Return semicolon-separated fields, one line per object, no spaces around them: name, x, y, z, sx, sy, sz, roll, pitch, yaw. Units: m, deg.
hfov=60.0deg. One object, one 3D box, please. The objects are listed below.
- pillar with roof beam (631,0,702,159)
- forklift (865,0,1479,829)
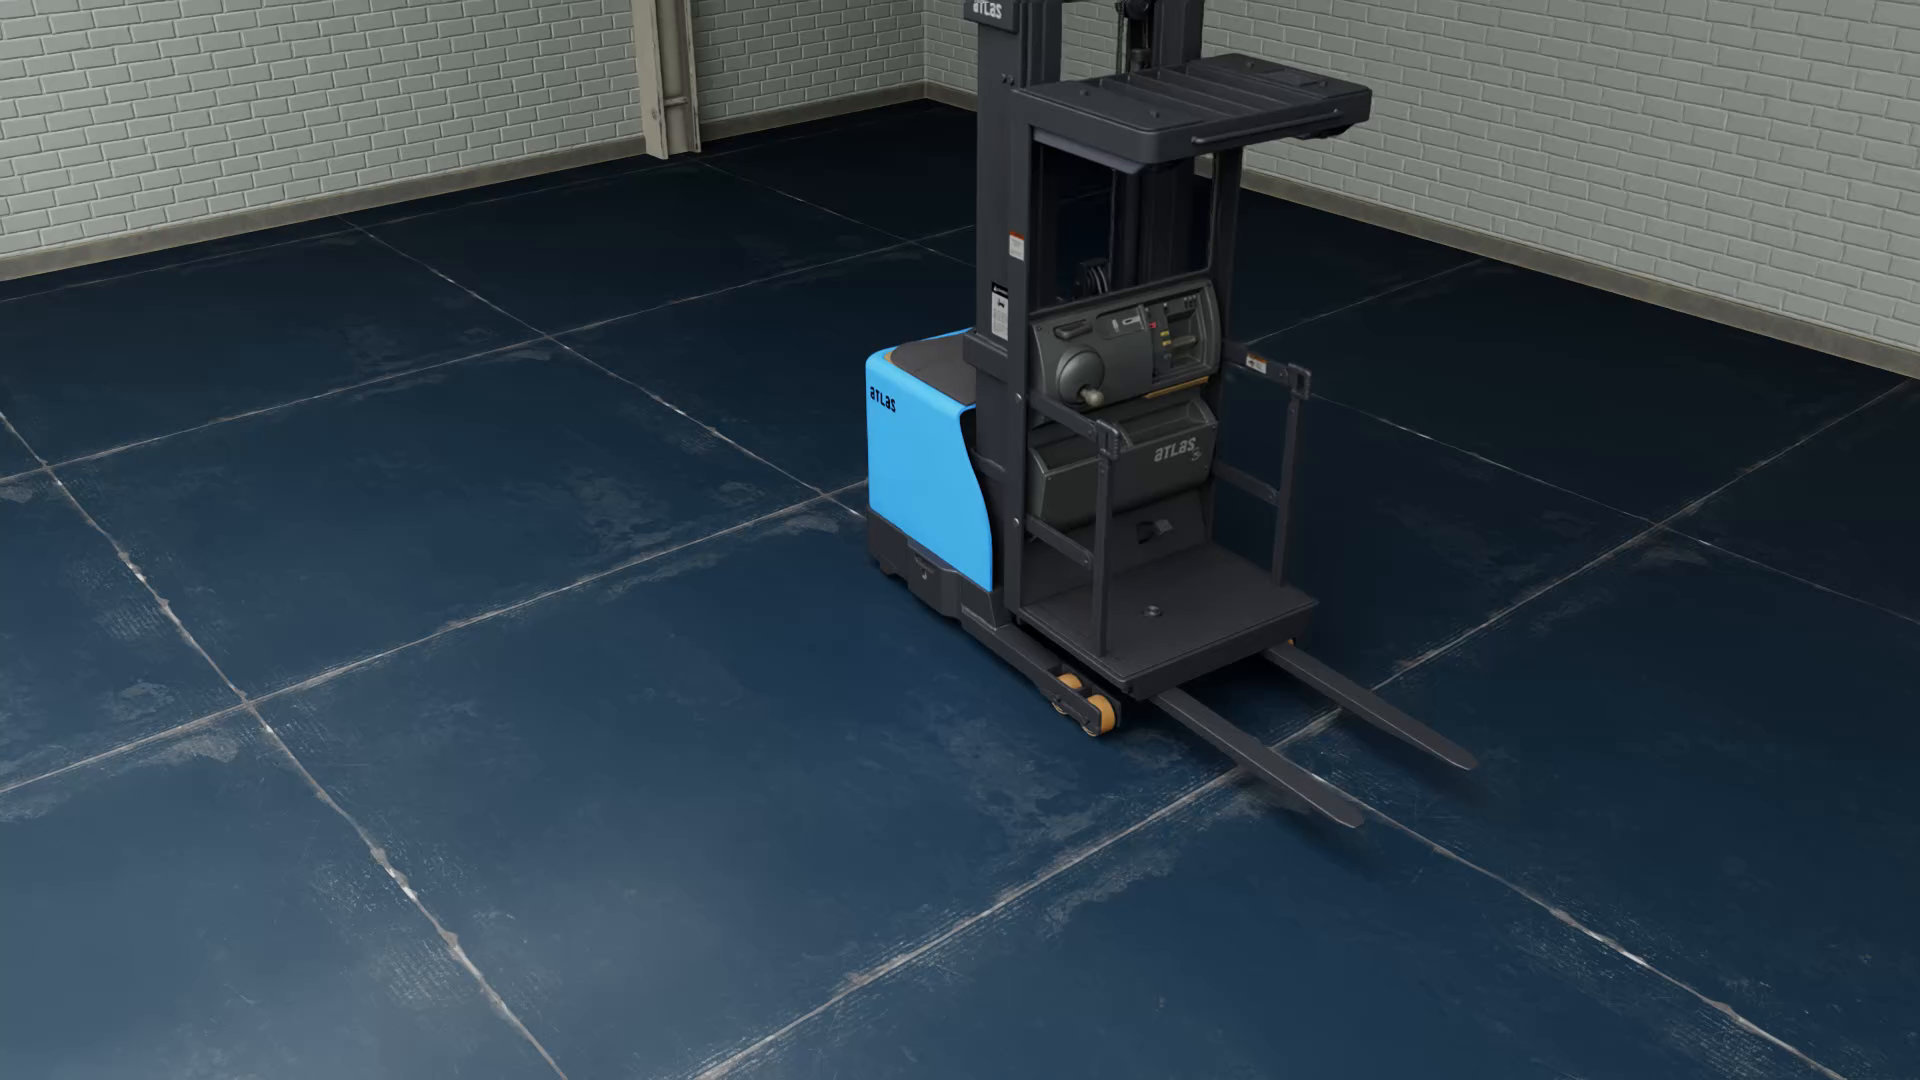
pillar with roof beam;0.270;-5.841;9.633;0.400;9.000;9.100;-22;35;-35
forklift;0.804;-0.754;6.552;1.130;2.935;3.031;-18;33;-30
